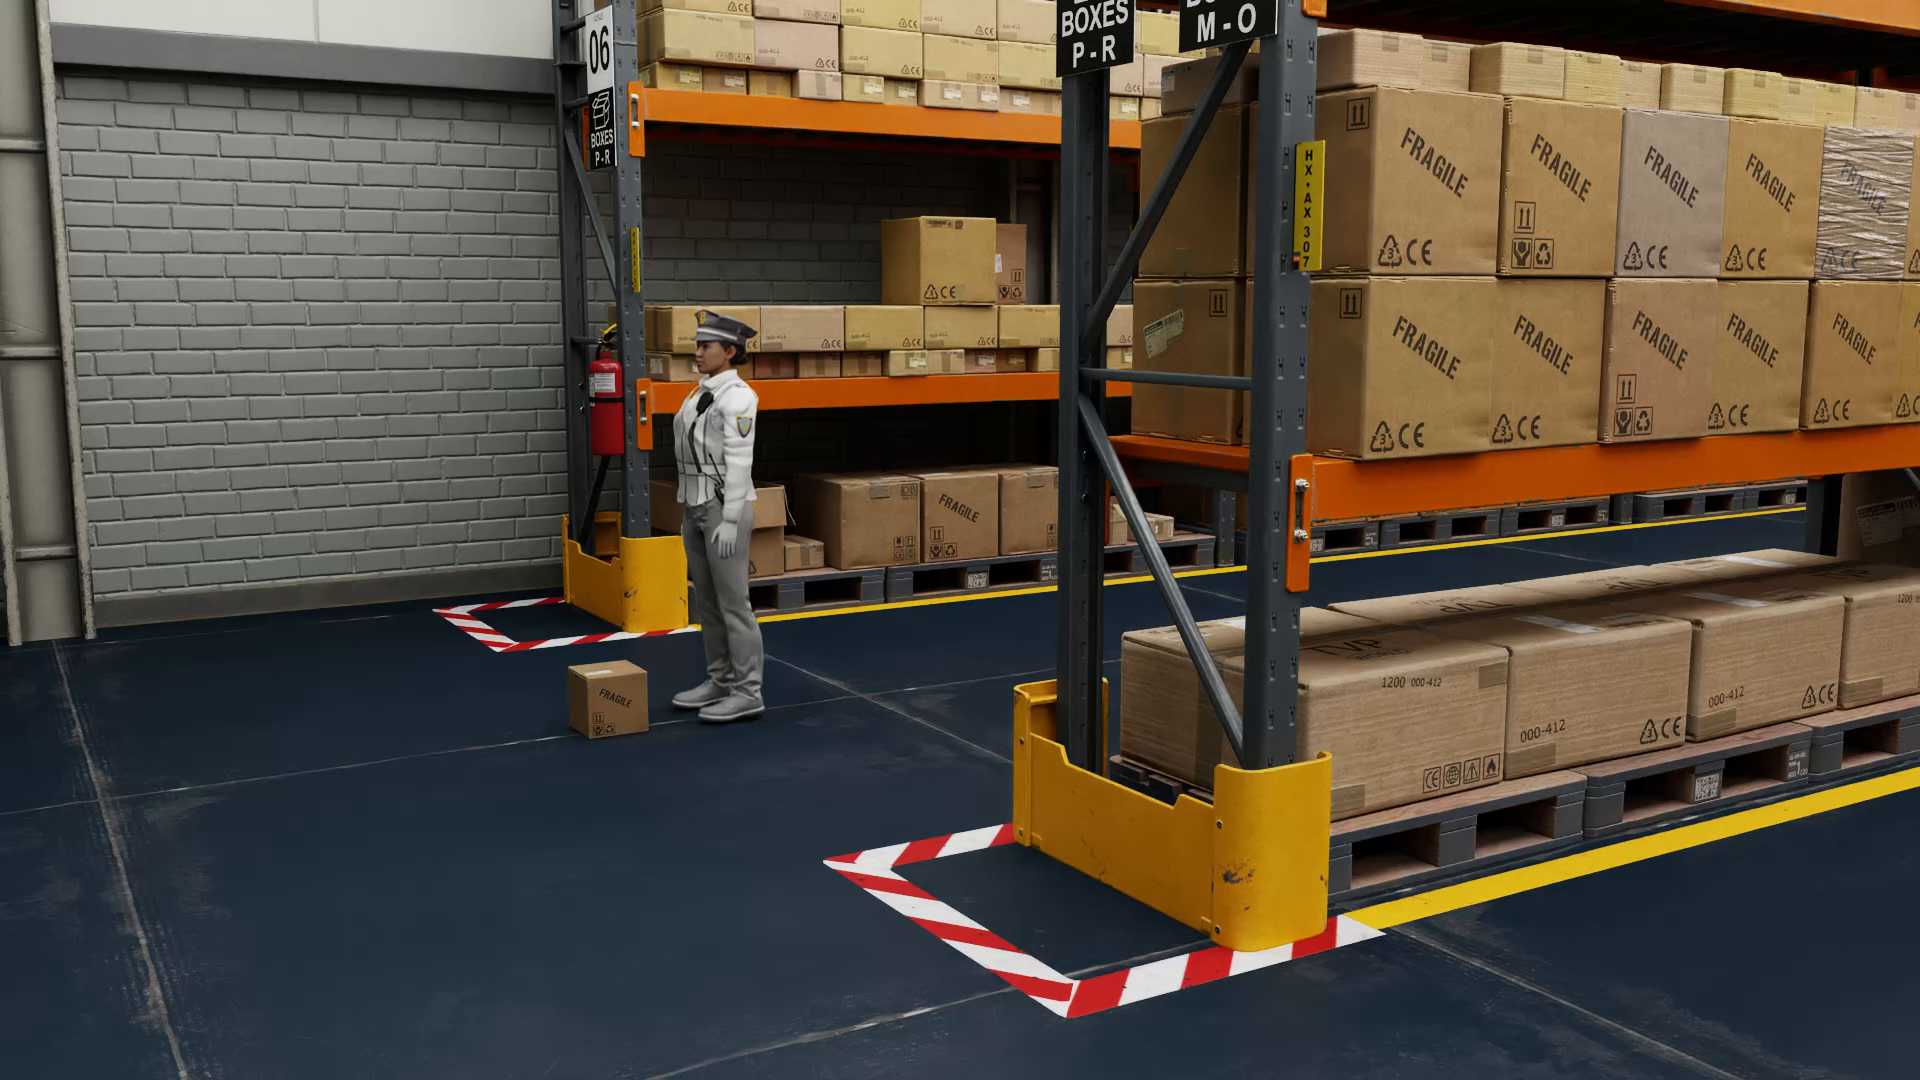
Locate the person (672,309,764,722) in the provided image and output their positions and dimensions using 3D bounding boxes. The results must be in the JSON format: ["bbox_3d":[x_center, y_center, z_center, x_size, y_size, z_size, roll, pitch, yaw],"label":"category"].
[{"bbox_3d":[-1.004,-0.110,6.912,0.345,1.687,0.479,-5,10,-31],"label":"person"}]
